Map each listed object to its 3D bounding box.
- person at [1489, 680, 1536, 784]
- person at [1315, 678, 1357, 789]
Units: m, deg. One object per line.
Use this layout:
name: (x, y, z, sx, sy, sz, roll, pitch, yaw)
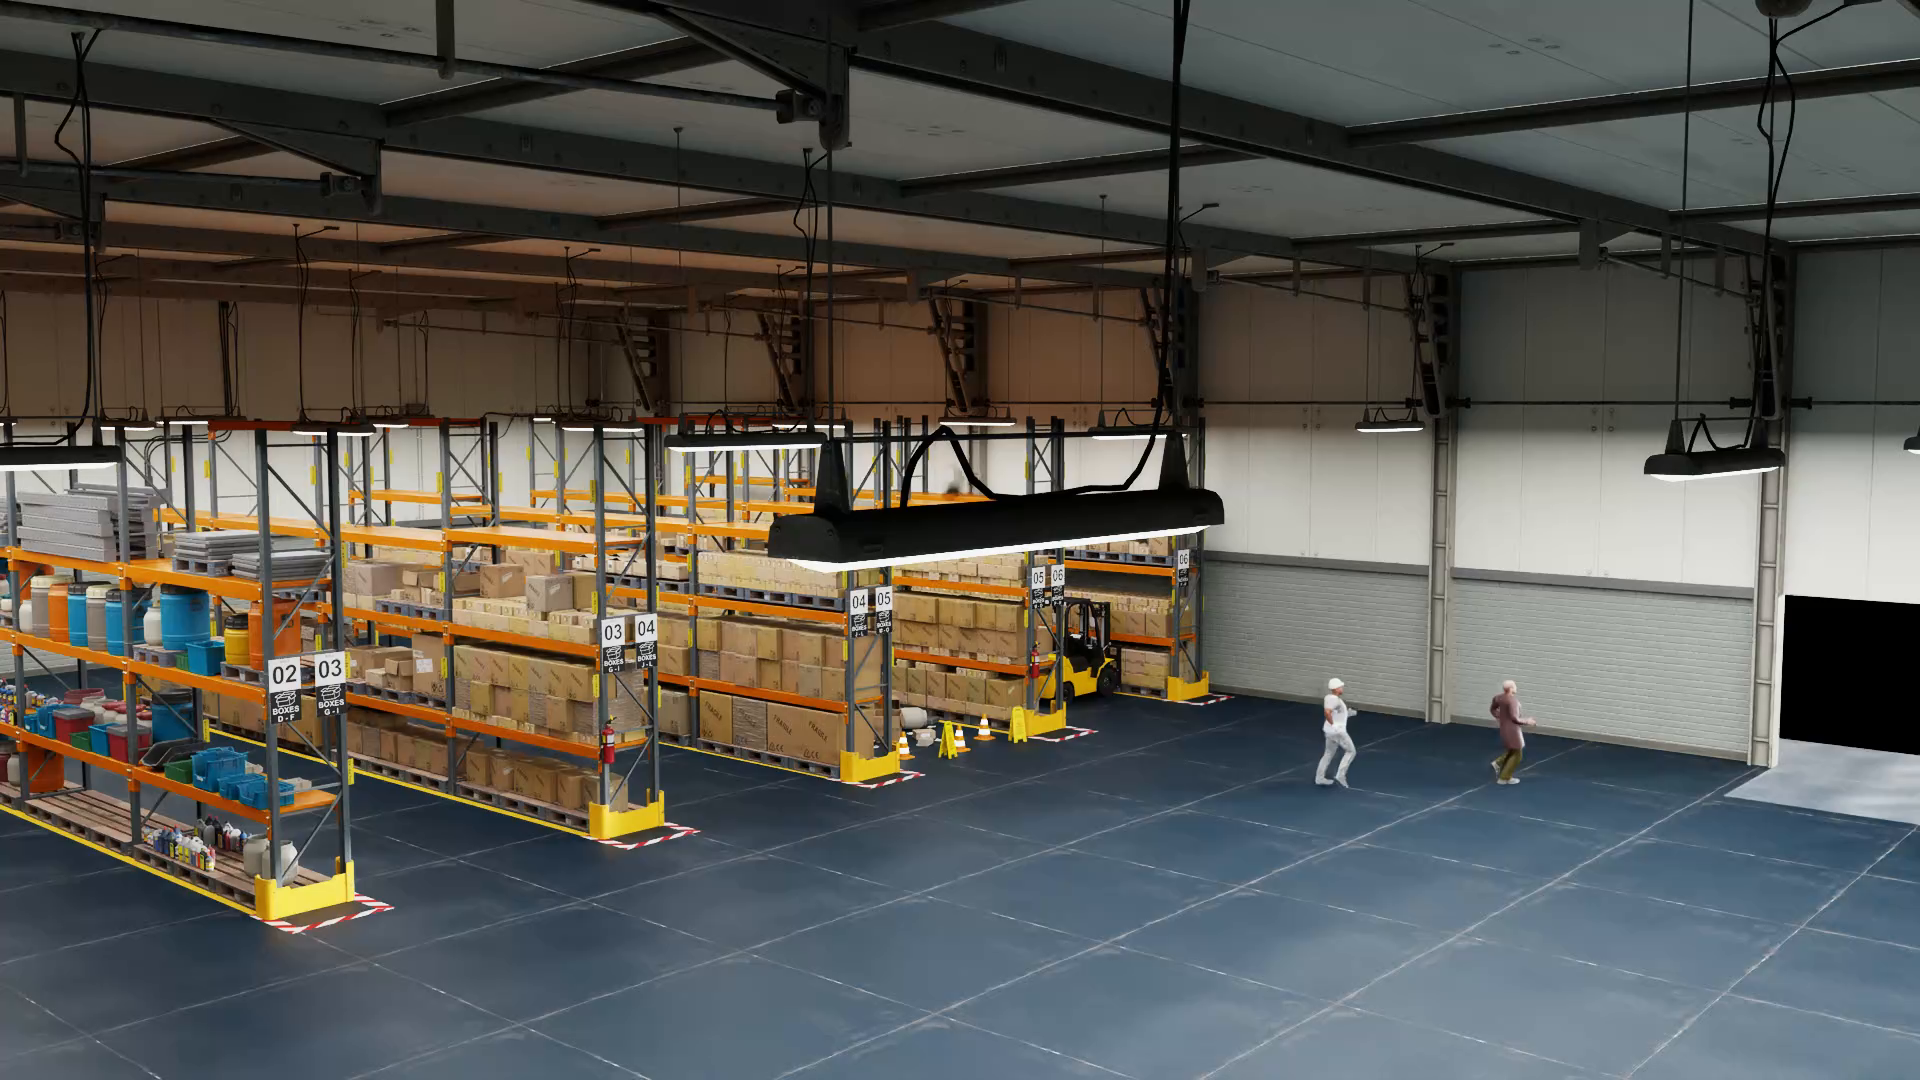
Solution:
person: (9.144, 3.172, 27.521, 0.649, 1.730, 0.702, -1, 5, -7)
person: (6.194, 3.175, 27.294, 0.694, 1.815, 0.669, -1, 5, -9)
